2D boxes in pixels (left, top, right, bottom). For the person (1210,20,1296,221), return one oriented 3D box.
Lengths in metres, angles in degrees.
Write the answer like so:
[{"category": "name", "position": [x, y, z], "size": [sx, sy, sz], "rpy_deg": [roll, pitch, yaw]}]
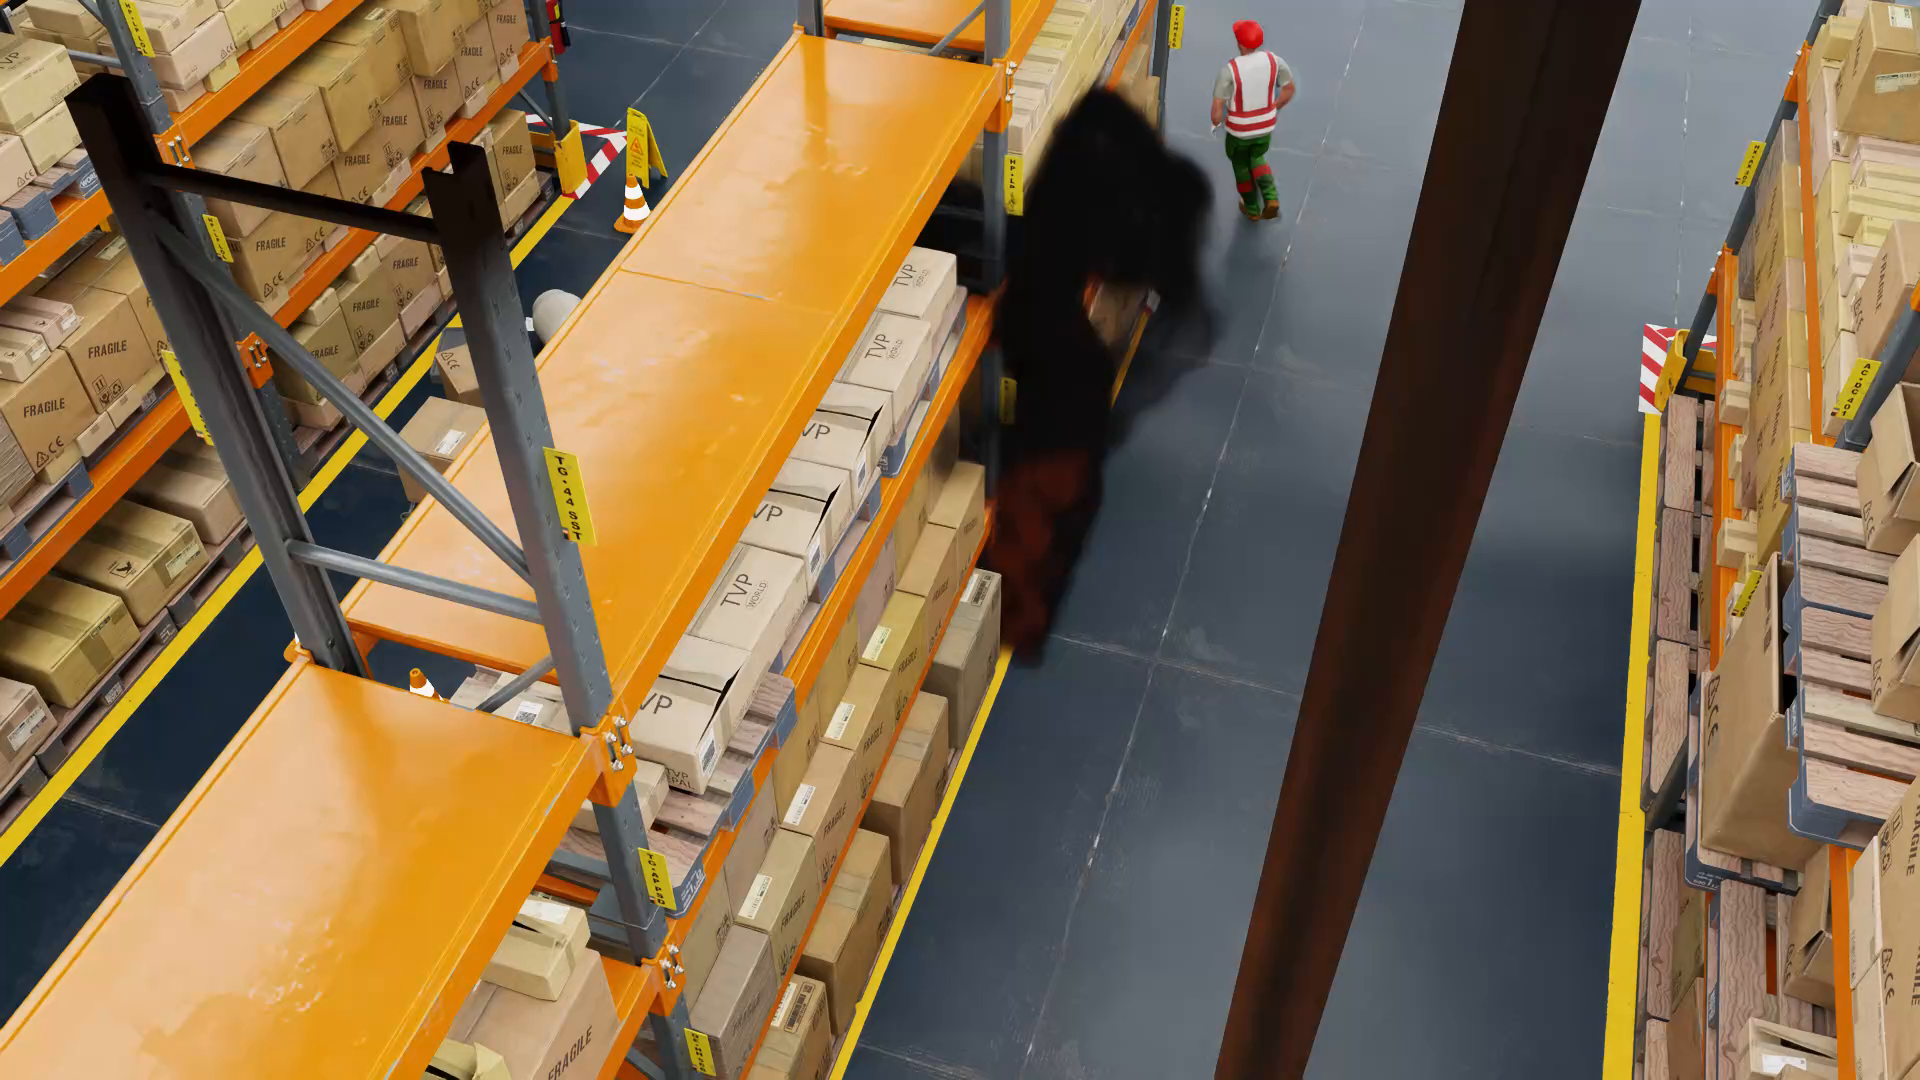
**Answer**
[{"category": "person", "position": [2.276, -3.222, 13.051], "size": [0.667, 1.728, 0.571], "rpy_deg": [-9, 46, -9]}]
